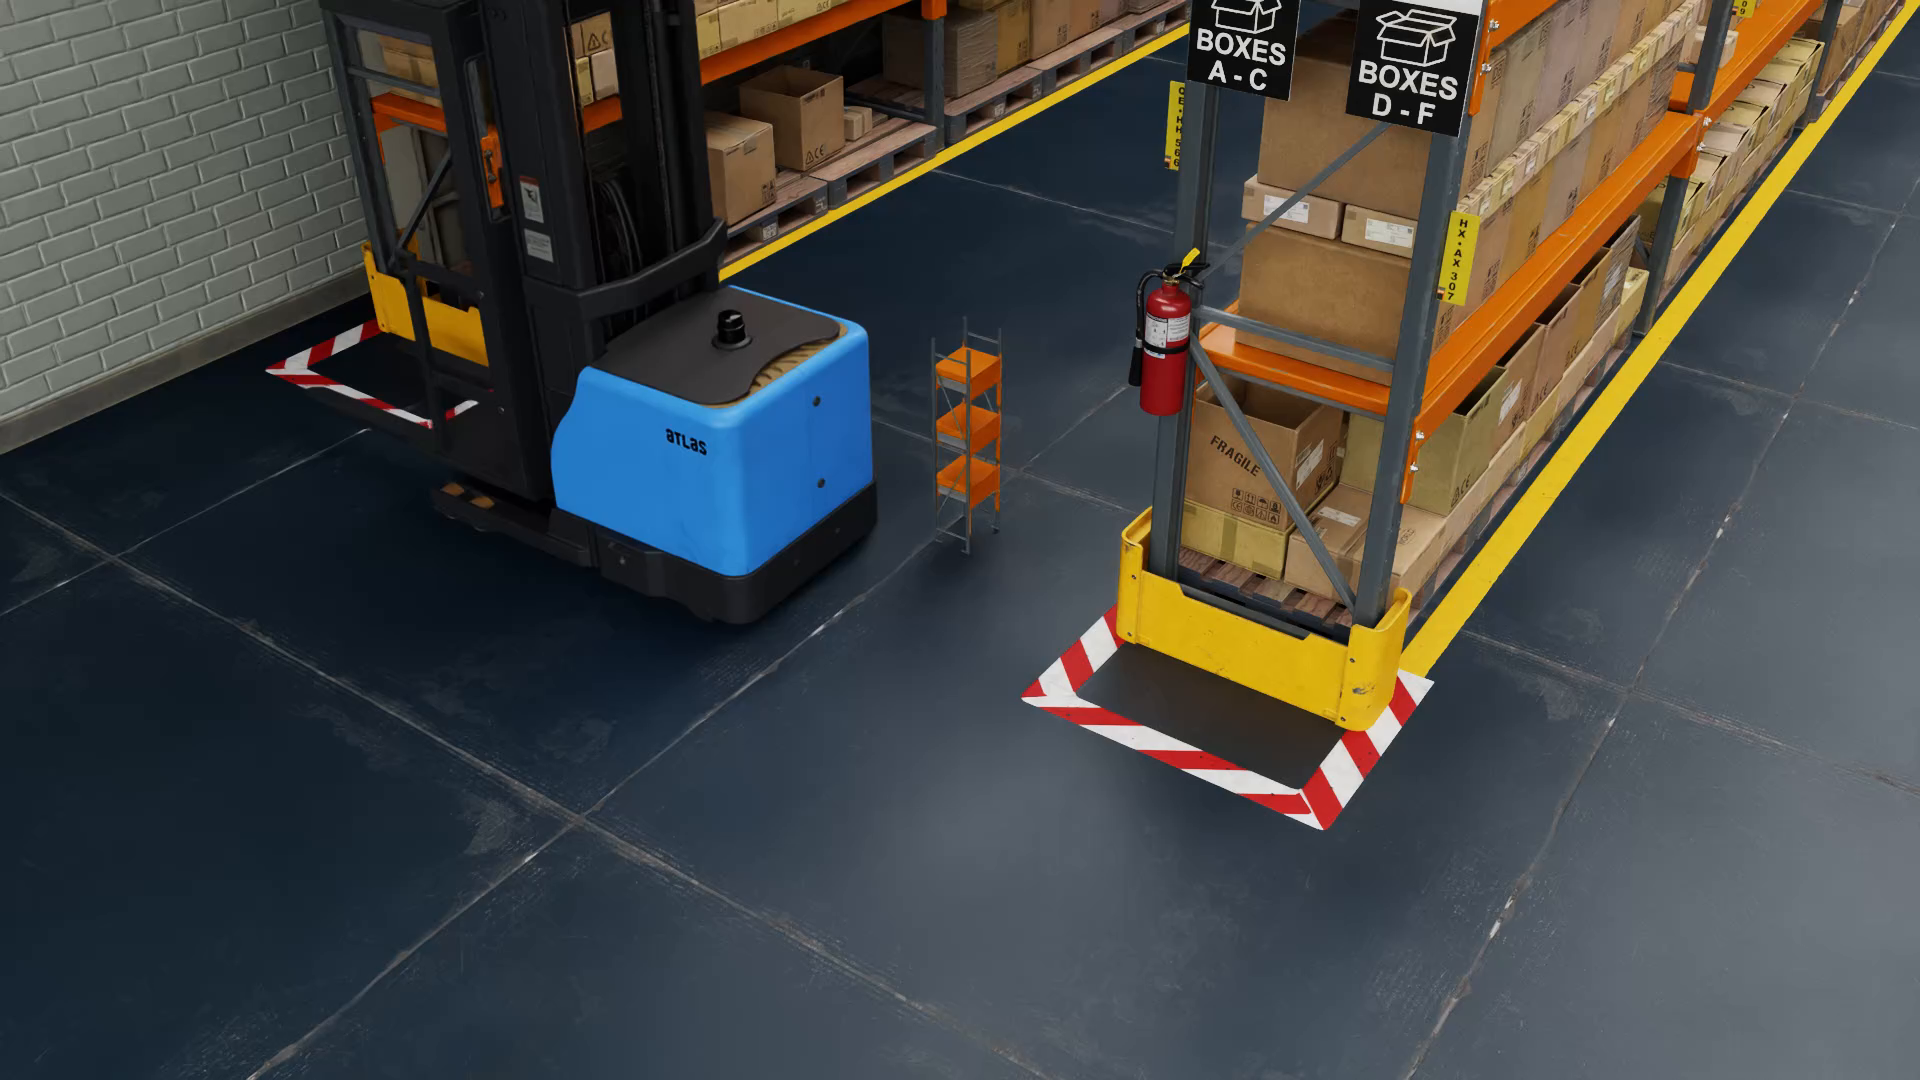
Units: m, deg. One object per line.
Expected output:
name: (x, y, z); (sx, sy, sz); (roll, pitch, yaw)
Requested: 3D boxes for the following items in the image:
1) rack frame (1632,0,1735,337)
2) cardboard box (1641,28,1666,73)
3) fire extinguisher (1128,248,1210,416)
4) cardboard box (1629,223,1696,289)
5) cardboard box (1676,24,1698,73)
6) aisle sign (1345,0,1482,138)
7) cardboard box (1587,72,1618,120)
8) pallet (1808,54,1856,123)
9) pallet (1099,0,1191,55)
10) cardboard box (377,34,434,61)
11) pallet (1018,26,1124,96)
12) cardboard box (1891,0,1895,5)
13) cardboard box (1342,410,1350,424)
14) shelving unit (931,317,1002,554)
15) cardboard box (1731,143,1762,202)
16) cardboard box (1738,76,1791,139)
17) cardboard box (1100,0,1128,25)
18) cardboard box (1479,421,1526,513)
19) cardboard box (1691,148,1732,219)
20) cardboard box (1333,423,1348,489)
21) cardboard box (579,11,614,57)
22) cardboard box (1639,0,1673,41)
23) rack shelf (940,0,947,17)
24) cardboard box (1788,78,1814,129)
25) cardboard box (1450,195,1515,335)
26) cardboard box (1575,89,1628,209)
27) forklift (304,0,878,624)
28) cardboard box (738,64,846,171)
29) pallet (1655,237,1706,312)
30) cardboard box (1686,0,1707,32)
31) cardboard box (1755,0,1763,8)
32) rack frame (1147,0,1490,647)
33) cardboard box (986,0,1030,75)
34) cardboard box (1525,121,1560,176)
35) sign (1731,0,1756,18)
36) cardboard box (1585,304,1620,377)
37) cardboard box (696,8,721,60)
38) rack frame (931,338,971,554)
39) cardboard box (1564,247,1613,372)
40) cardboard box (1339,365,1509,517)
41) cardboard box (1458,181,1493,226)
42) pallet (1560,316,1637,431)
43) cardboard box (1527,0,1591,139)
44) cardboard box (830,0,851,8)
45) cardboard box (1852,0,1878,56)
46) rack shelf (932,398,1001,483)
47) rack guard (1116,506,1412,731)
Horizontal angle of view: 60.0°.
rack frame: (3.517, -2.583, 8.892); (1.000, 3.000, 0.127); (21, 39, 28)
cardboard box: (3.100, -2.344, 7.870); (0.380, 0.149, 0.250); (21, 39, 28)
fire extinguisher: (0.788, -0.804, 6.331); (0.296, 0.674, 0.183); (21, 39, 28)
cardboard box: (3.951, -1.724, 9.702); (0.500, 0.250, 0.500); (20, 39, 27)
cardboard box: (3.762, -2.761, 9.290); (0.500, 0.250, 0.500); (24, 41, 31)
aisle sign: (1.451, -1.691, 5.252); (0.394, 0.787, 0.004); (21, 39, 28)
cardboard box: (2.664, -1.993, 7.350); (0.380, 0.149, 0.250); (23, 40, 30)
pallet: (6.255, -3.600, 12.885); (1.003, 0.211, 1.213); (21, 39, 28)
pallet: (1.280, -4.490, 14.201); (1.003, 0.211, 1.213); (21, 39, 28)
cardboard box: (-2.741, -2.864, 8.755); (0.500, 0.500, 0.500); (21, 39, 28)
pallet: (0.584, -3.931, 13.374); (1.003, 0.211, 1.213); (21, 39, 28)
cardboard box: (7.744, -4.868, 14.109); (0.500, 0.500, 0.500); (21, 40, 28)
cardboard box: (1.856, -0.895, 7.805); (0.500, 0.500, 0.500); (21, 39, 28)
shelving unit: (0.031, -0.460, 7.492); (0.215, 1.050, 0.252); (21, 39, 28)
cardboard box: (4.827, -2.432, 10.749); (0.500, 0.250, 0.500); (22, 40, 29)
cardboard box: (5.121, -2.899, 10.938); (0.500, 0.311, 0.500); (21, 39, 28)
cardboard box: (0.970, -4.603, 13.718); (0.700, 0.500, 0.500); (21, 39, 28)
cardboard box: (2.293, -0.414, 7.764); (0.500, 0.250, 0.500); (21, 39, 28)
cardboard box: (4.247, -2.190, 9.889); (0.500, 0.311, 0.500); (21, 39, 28)
cardboard box: (1.575, -0.352, 7.673); (0.500, 0.250, 0.500); (21, 39, 28)
cardboard box: (-2.026, -2.928, 8.848); (0.500, 0.500, 0.500); (21, 40, 28)
cardboard box: (2.983, -2.723, 7.851); (0.700, 0.500, 0.500); (21, 39, 28)
rack shelf: (0.586, -4.786, 12.792); (1.077, 0.370, 4.000); (21, 39, 28)
cardboard box: (5.699, -3.139, 11.793); (0.500, 0.250, 0.500); (22, 40, 29)
cardboard box: (1.809, -1.238, 6.813); (0.700, 0.500, 0.500); (22, 40, 29)
cardboard box: (2.685, -1.944, 7.857); (0.700, 0.500, 0.500); (22, 40, 29)
forklift: (-1.897, -1.481, 7.324); (3.031, 2.935, 1.130); (20, 39, 27)
cardboard box: (-1.113, -2.820, 11.081); (0.500, 0.500, 0.500); (18, 38, 25)
pallet: (3.905, -1.779, 10.193); (1.003, 0.211, 1.213); (21, 39, 28)
cardboard box: (3.538, -2.700, 8.396); (0.380, 0.149, 0.250); (21, 39, 28)
cardboard box: (4.855, -3.688, 10.436); (0.500, 0.500, 0.500); (19, 38, 26)
rack frame: (1.237, -0.742, 6.170); (1.000, 3.000, 0.127); (21, 39, 28)
cardboard box: (0.105, -3.908, 12.690); (0.700, 0.500, 0.500); (20, 39, 27)
cardboard box: (2.225, -1.640, 6.829); (0.380, 0.149, 0.250); (20, 39, 27)
sign: (3.974, -2.798, 8.366); (0.100, 0.325, 0.005); (21, 39, 28)
cardboard box: (3.139, -1.108, 8.790); (0.500, 0.250, 0.500); (21, 39, 28)
cardboard box: (-1.716, -2.868, 9.430); (0.500, 0.250, 0.500); (21, 39, 27)
rack frame: (-0.039, -0.403, 7.409); (0.200, 1.050, 0.008); (21, 39, 28)
cardboard box: (2.856, -1.188, 8.239); (0.500, 0.500, 0.500); (21, 39, 28)
cardboard box: (2.009, -0.494, 7.213); (0.500, 0.500, 0.500); (21, 39, 28)
cardboard box: (1.786, -1.287, 6.306); (0.380, 0.149, 0.250); (20, 39, 27)
pallet: (3.030, -1.075, 9.152); (1.003, 0.211, 1.213); (21, 39, 28)
cardboard box: (2.126, -2.032, 6.830); (0.700, 0.500, 0.500); (21, 40, 28)
cardboard box: (-0.866, -3.568, 10.465); (0.500, 0.250, 0.500); (21, 40, 28)
cardboard box: (6.877, -4.161, 13.064); (0.500, 0.500, 0.500); (21, 39, 28)
rack shelf: (0.031, -0.451, 7.498); (0.215, 0.259, 0.240); (21, 39, 28)
rack guard: (1.223, 0.304, 6.854); (1.175, 0.500, 0.348); (21, 39, 28)
